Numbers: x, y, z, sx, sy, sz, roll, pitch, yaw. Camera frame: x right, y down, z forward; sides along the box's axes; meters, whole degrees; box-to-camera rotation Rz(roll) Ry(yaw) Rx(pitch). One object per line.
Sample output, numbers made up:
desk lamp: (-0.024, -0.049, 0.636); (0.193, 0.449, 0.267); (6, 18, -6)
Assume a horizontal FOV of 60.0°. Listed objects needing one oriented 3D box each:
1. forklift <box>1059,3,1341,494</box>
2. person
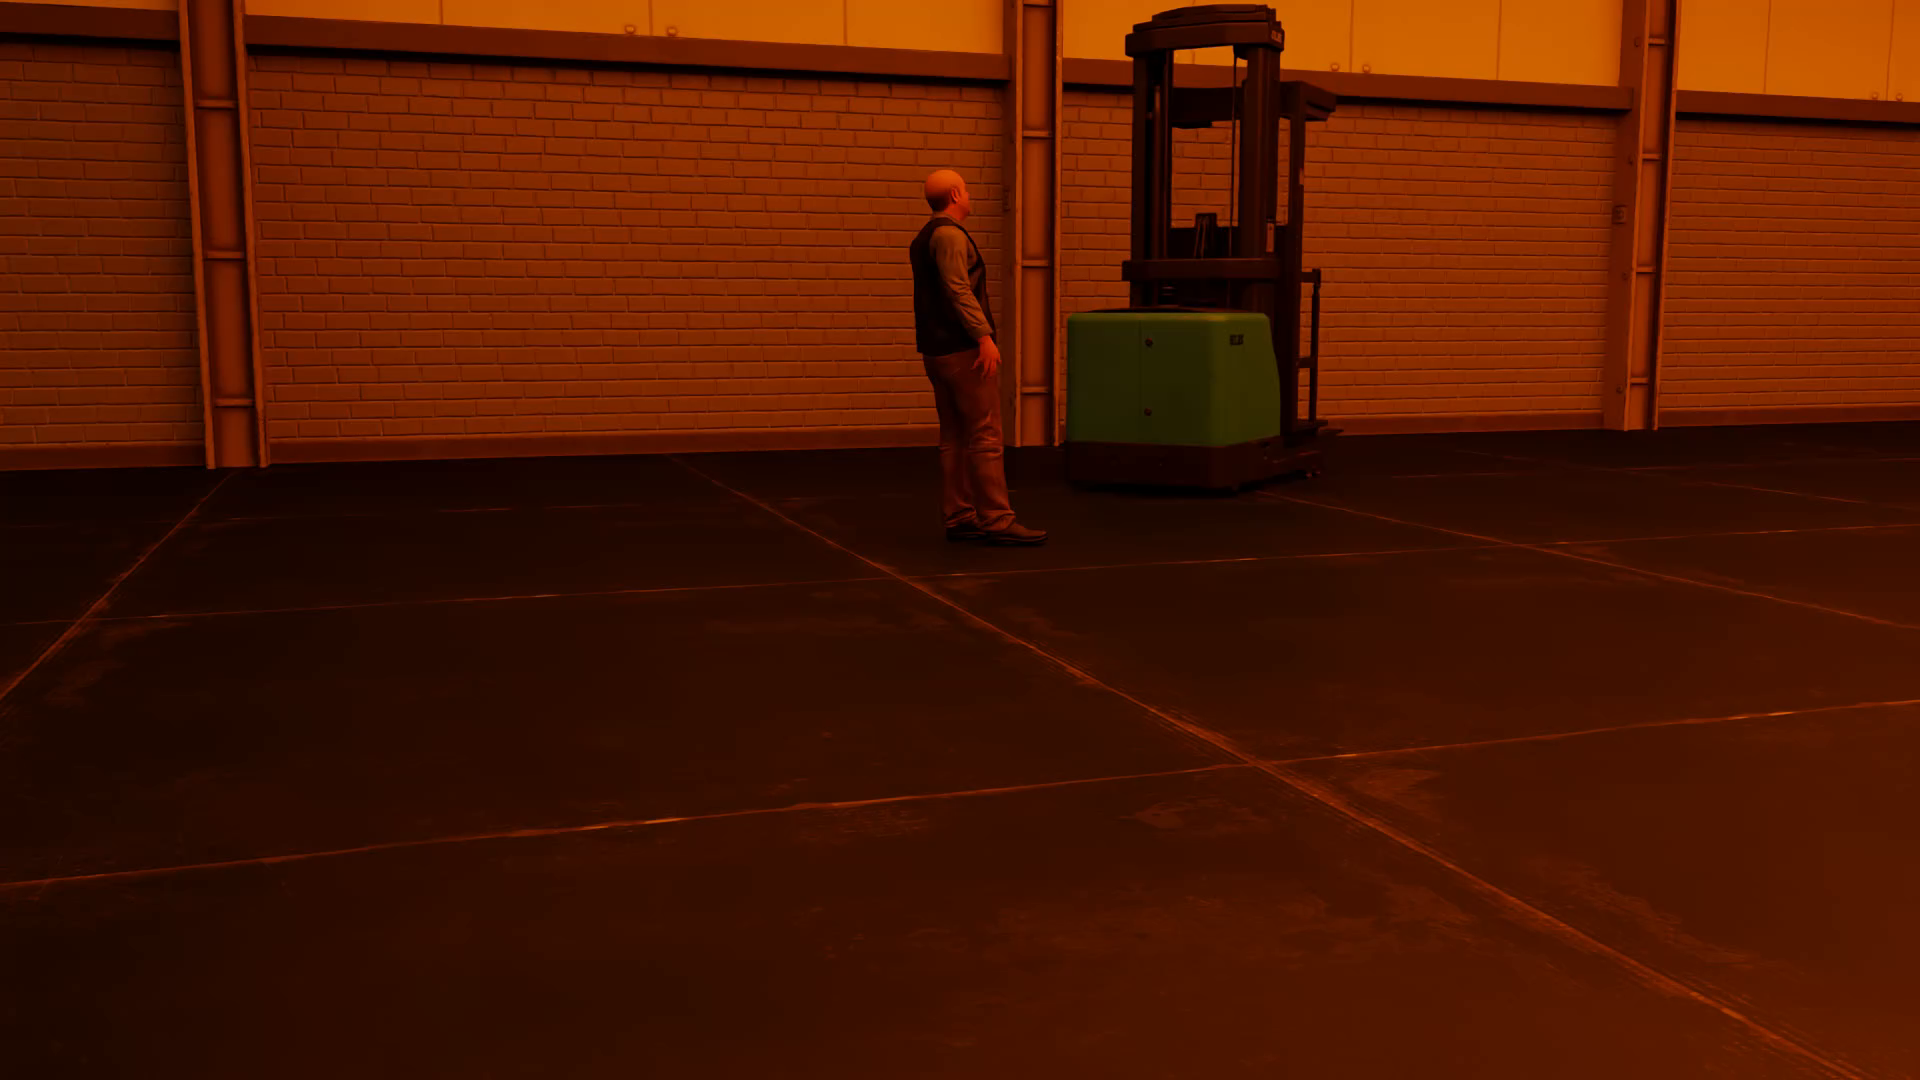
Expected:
forklift: (1.760, -1.881, 10.882); (1.130, 2.935, 3.031); (4, 9, 29)
person: (0.062, -0.862, 7.820); (0.566, 1.723, 0.634); (-3, 8, -18)
